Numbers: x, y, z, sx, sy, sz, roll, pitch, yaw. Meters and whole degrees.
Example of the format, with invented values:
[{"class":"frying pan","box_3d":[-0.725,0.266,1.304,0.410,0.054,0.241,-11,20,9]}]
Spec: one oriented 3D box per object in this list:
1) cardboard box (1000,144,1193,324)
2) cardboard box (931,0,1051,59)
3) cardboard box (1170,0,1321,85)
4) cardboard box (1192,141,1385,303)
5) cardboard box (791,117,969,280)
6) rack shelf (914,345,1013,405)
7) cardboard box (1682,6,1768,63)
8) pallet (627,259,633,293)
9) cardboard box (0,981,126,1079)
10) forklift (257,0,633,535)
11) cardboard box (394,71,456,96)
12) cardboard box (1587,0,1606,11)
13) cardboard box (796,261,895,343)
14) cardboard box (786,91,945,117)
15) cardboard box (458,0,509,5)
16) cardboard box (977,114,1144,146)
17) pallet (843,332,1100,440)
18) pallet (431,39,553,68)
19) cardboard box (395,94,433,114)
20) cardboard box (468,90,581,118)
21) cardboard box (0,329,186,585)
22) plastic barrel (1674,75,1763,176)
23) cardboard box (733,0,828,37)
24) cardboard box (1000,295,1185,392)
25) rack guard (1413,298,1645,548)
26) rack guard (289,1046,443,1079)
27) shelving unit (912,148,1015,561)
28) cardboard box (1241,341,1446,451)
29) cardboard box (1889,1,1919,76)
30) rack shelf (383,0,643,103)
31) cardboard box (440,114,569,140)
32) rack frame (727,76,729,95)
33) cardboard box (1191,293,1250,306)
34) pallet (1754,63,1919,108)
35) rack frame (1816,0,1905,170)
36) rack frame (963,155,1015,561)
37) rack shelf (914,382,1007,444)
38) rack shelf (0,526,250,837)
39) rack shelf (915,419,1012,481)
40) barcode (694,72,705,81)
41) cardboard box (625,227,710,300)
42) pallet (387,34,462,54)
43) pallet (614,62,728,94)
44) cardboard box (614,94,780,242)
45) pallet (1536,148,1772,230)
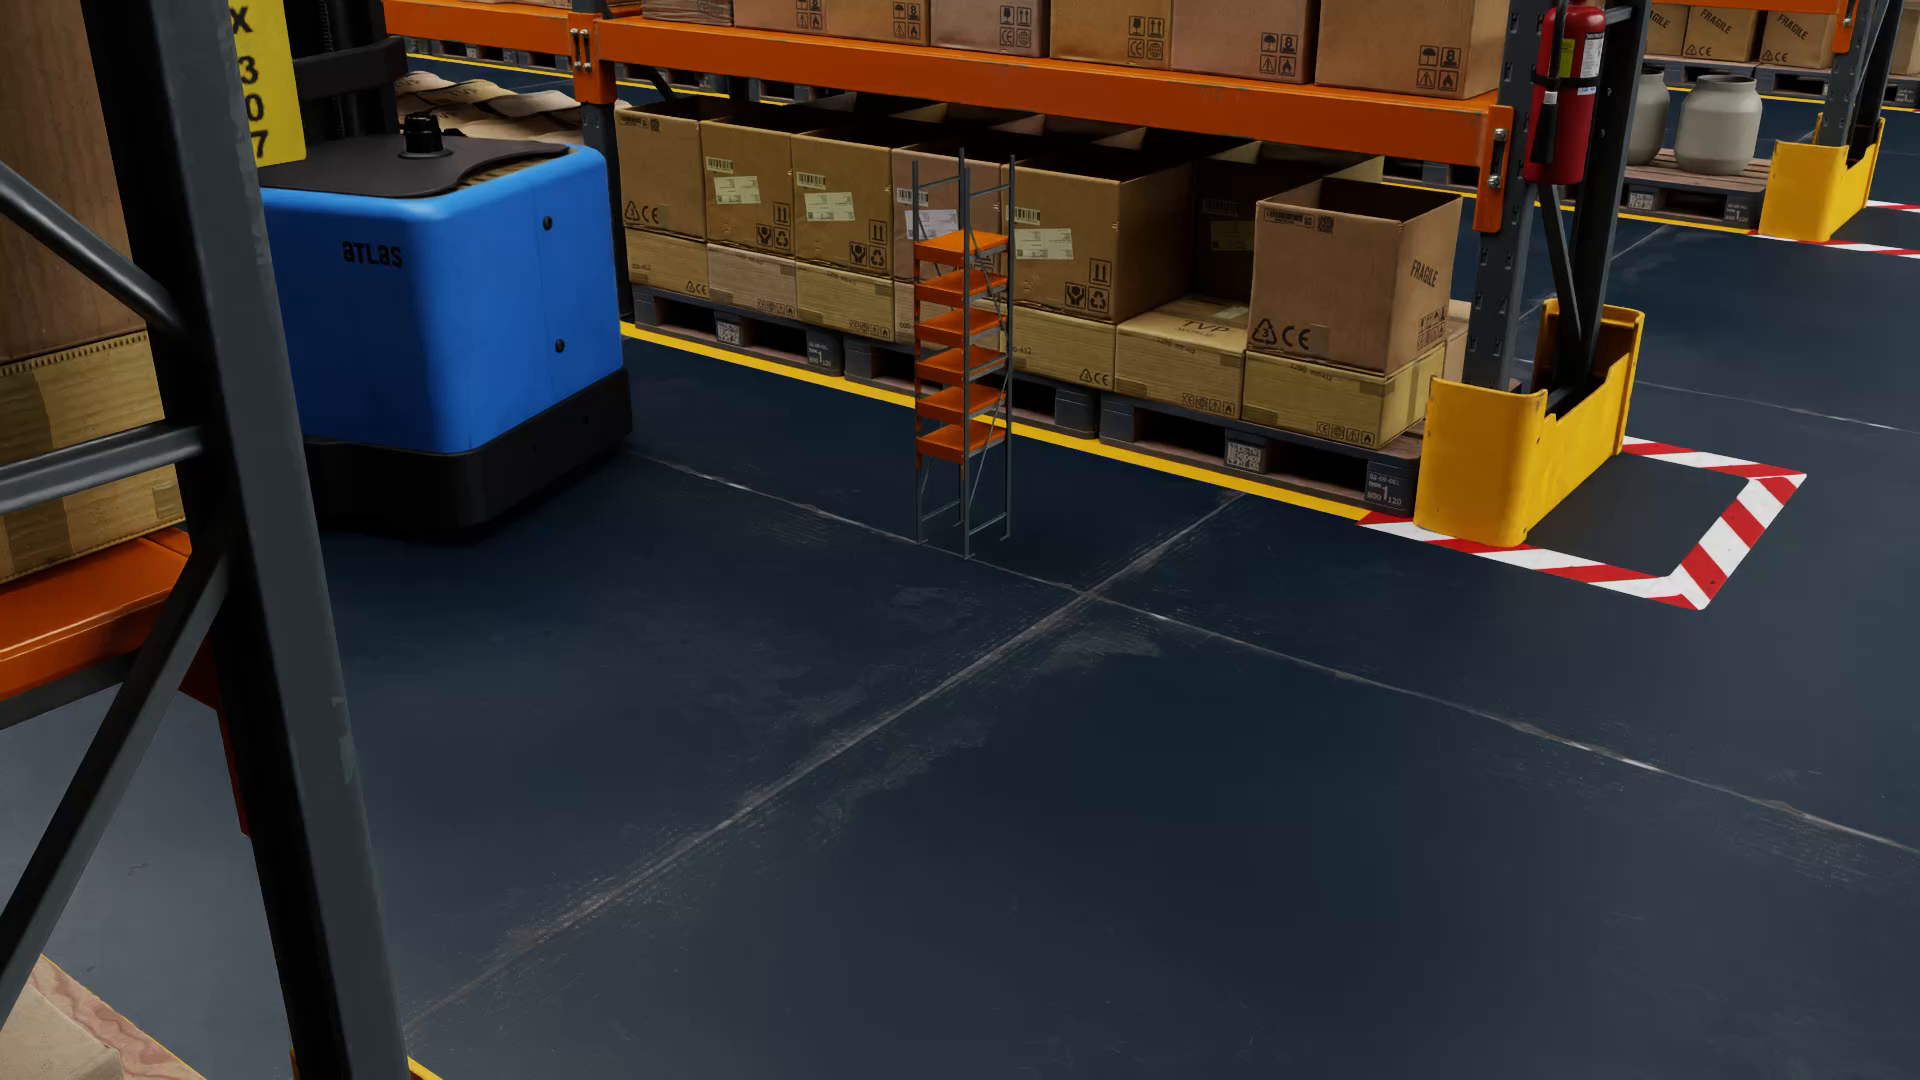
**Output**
[{"class":"cardboard box","box_3d":[0.491,-1.120,6.032,0.500,0.500,0.500,17,29,33]},{"class":"cardboard box","box_3d":[0.301,-2.109,6.192,0.500,0.500,0.700,18,29,35]},{"class":"cardboard box","box_3d":[1.118,-1.861,5.629,0.500,0.500,0.700,18,29,35]},{"class":"cardboard box","box_3d":[1.210,-1.171,6.147,0.500,0.500,0.500,17,29,33]},{"class":"cardboard box","box_3d":[-0.310,-1.362,6.580,0.500,0.500,0.500,17,29,33]},{"class":"rack shelf","box_3d":[0.012,-0.505,5.018,0.180,0.103,0.258,17,29,33]},{"class":"cardboard box","box_3d":[6.373,-4.263,13.785,0.500,0.500,0.500,20,31,38]},{"class":"pallet","box_3d":[-1.906,-1.429,8.232,1.213,0.211,1.003,17,29,33]},{"class":"cardboard box","box_3d":[-1.560,0.859,2.368,0.500,0.311,0.500,13,27,27]},{"class":"forklift","box_3d":[-2.746,-1.710,5.496,3.031,2.935,1.130,8,25,19]},{"class":"cardboard box","box_3d":[-3.105,-2.404,9.179,0.500,0.311,0.500,17,29,33]},{"class":"cardboard box","box_3d":[5.410,-4.538,14.408,0.500,0.500,0.500,-16,28,-31]},{"class":"cardboard box","box_3d":[-0.310,-1.019,6.731,0.500,0.250,0.500,17,29,33]},{"class":"cardboard box","box_3d":[-0.398,-1.651,7.235,0.500,0.500,0.500,17,29,33]},{"class":"cardboard box","box_3d":[-2.107,-2.632,7.669,0.258,0.266,0.396,16,28,32]},{"class":"cardboard box","box_3d":[0.413,-1.415,6.700,0.500,0.500,0.500,17,29,33]},{"class":"pallet","box_3d":[0.298,-0.763,6.720,1.213,0.211,1.003,17,29,33]},{"class":"pallet","box_3d":[-4.129,-4.595,15.418,1.213,0.211,1.003,17,29,33]},{"class":"cardboard box","box_3d":[-3.007,-2.104,8.498,0.500,0.311,0.500,16,29,33]},{"class":"cardboard box","box_3d":[-2.287,-2.158,8.622,0.500,0.311,0.500,16,28,32]},{"class":"cardboard box","box_3d":[-1.261,-0.134,1.996,0.500,0.250,0.500,16,28,32]},{"class":"plastic barrel","box_3d":[4.309,-2.358,9.446,0.421,0.512,0.421,0,24,0]},{"class":"cardboard box","box_3d":[-0.509,-2.355,6.750,0.500,0.500,0.700,16,29,33]},{"class":"cardboard box","box_3d":[0.493,-0.778,6.185,0.500,0.250,0.500,17,29,33]},{"class":"rack guard","box_3d":[1.927,-0.423,5.590,0.348,0.500,1.175,17,29,33]},{"class":"rack guard","box_3d":[-1.121,1.152,2.015,0.348,0.500,1.175,17,29,33]},{"class":"shelving unit","box_3d":[0.012,-0.546,5.000,0.189,1.200,0.258,17,29,33]},{"class":"cardboard box","box_3d":[1.301,-0.541,5.646,0.500,0.250,0.500,17,29,33]},{"class":"cardboard box","box_3d":[7.362,-3.972,13.125,0.500,0.500,0.500,-20,31,-38]},{"class":"rack shelf","box_3d":[-2.894,-2.694,8.537,4.000,0.370,1.077,17,29,33]},{"class":"cardboard box","box_3d":[-2.210,-1.860,7.944,0.500,0.311,0.500,18,29,35]},{"class":"rack frame","box_3d":[-1.521,-5.104,13.114,0.127,3.000,1.000,17,29,33]},{"class":"cardboard box","box_3d":[1.209,-0.828,6.297,0.500,0.250,0.500,17,29,33]},{"class":"pallet","box_3d":[7.162,-3.718,13.426,1.213,0.211,1.003,17,29,33]},{"class":"rack frame","box_3d":[4.881,-3.170,8.724,0.127,3.000,1.000,17,29,33]},{"class":"rack frame","box_3d":[0.085,-0.523,4.950,0.006,1.200,0.240,17,29,33]},{"class":"rack shelf","box_3d":[0.012,-0.395,5.066,0.180,0.103,0.258,17,29,33]},{"class":"rack shelf","box_3d":[-2.661,-0.128,2.712,4.000,0.370,1.077,17,29,33]},{"class":"rack shelf","box_3d":[0.012,-0.285,5.115,0.180,0.103,0.258,17,29,33]},{"class":"barcode","box_3d":[-1.248,-2.233,7.961,0.075,0.075,0.001,17,29,33]},{"class":"cardboard box","box_3d":[-1.104,-1.264,7.287,0.500,0.250,0.500,17,29,33]},{"class":"pallet","box_3d":[-5.333,-4.961,16.247,1.213,0.211,1.003,17,29,33]},{"class":"pallet","box_3d":[-2.176,-4.005,14.079,1.213,0.211,1.003,17,29,33]},{"class":"cardboard box","box_3d":[-1.110,-1.604,7.129,0.500,0.500,0.500,17,29,33]},{"class":"pallet","box_3d":[4.145,-2.095,9.743,1.213,0.211,1.003,17,29,33]}]
